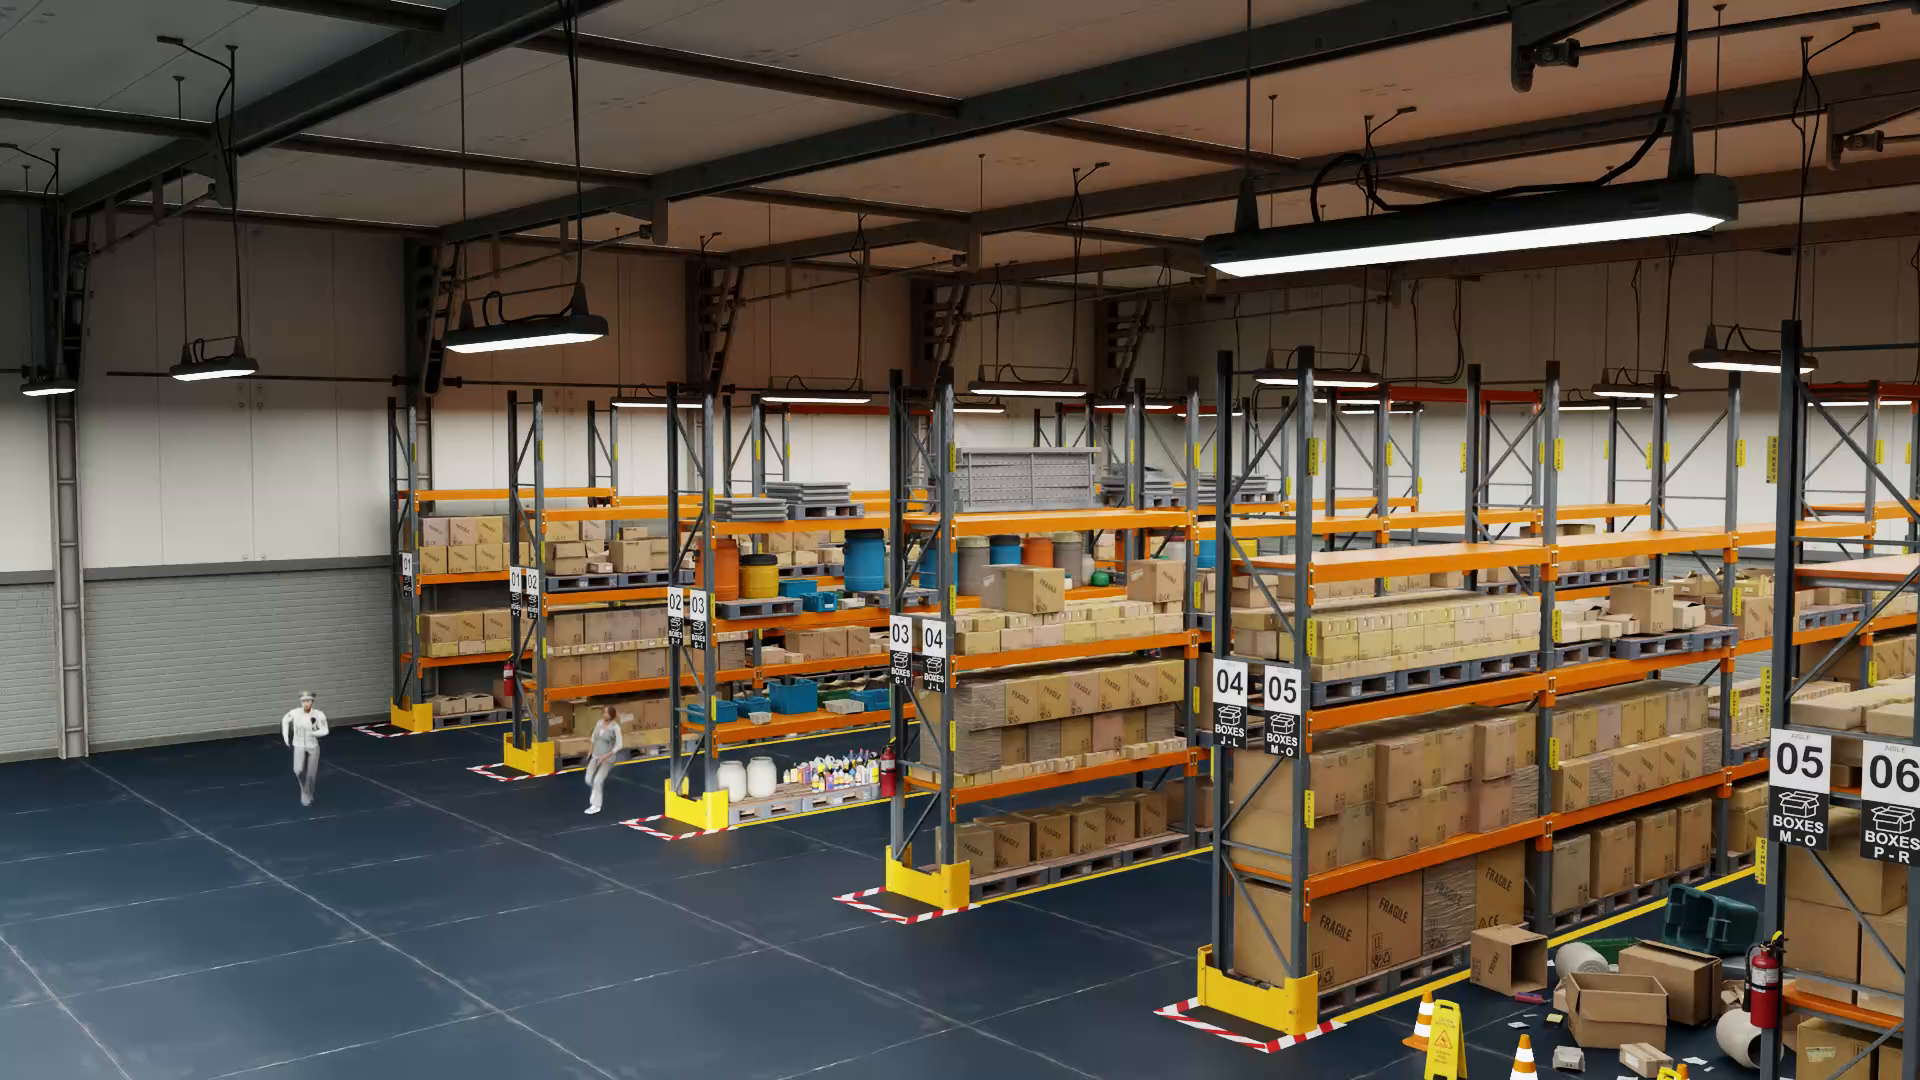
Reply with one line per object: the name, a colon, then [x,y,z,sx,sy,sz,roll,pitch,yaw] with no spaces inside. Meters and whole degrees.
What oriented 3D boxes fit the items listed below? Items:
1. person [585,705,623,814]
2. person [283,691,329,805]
person: [-4.965,3.063,23.087,0.568,1.503,0.475,1,4,18]
person: [-9.263,2.940,23.538,0.643,1.643,0.760,-1,3,-14]
